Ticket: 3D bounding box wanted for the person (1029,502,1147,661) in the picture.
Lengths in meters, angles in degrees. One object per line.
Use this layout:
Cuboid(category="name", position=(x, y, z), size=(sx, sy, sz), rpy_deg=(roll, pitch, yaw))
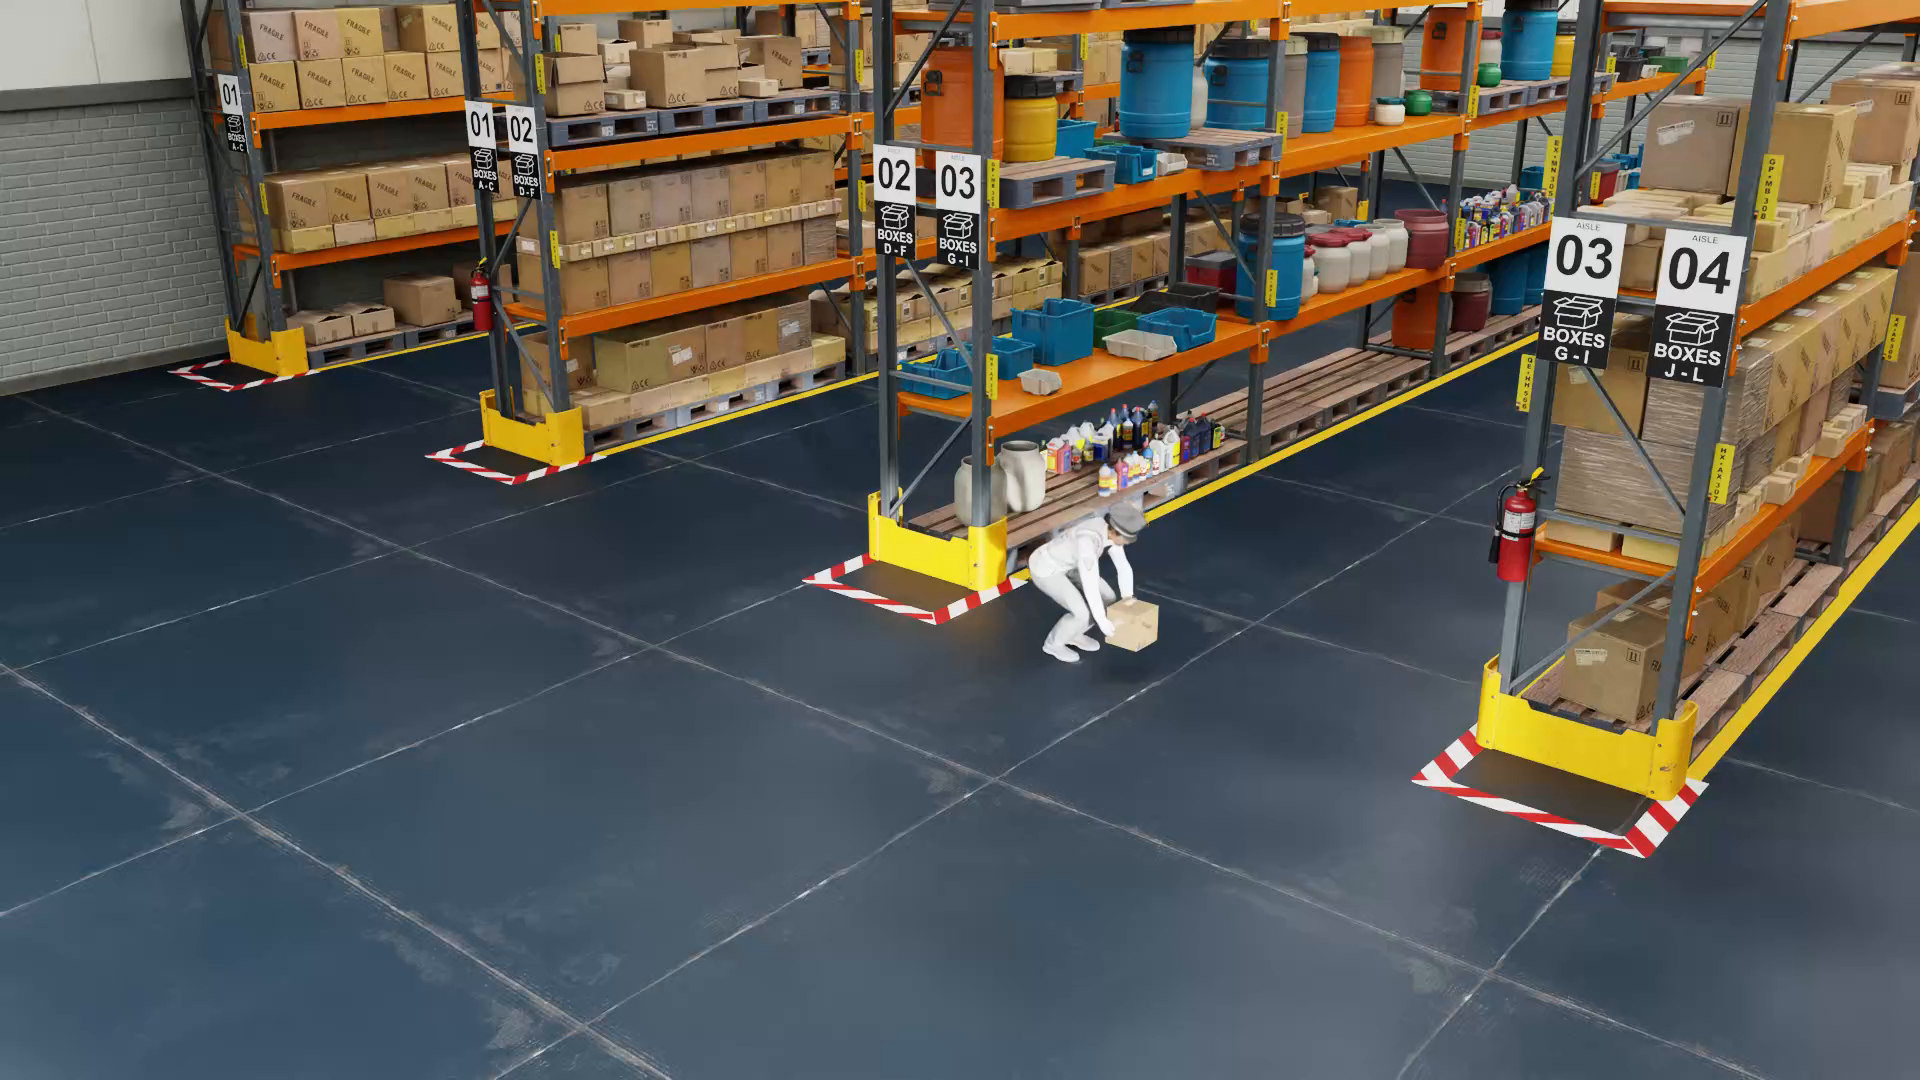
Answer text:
Cuboid(category="person", position=(0.866, 0.252, 11.193), size=(0.808, 1.116, 0.512), rpy_deg=(16, 26, 36))
